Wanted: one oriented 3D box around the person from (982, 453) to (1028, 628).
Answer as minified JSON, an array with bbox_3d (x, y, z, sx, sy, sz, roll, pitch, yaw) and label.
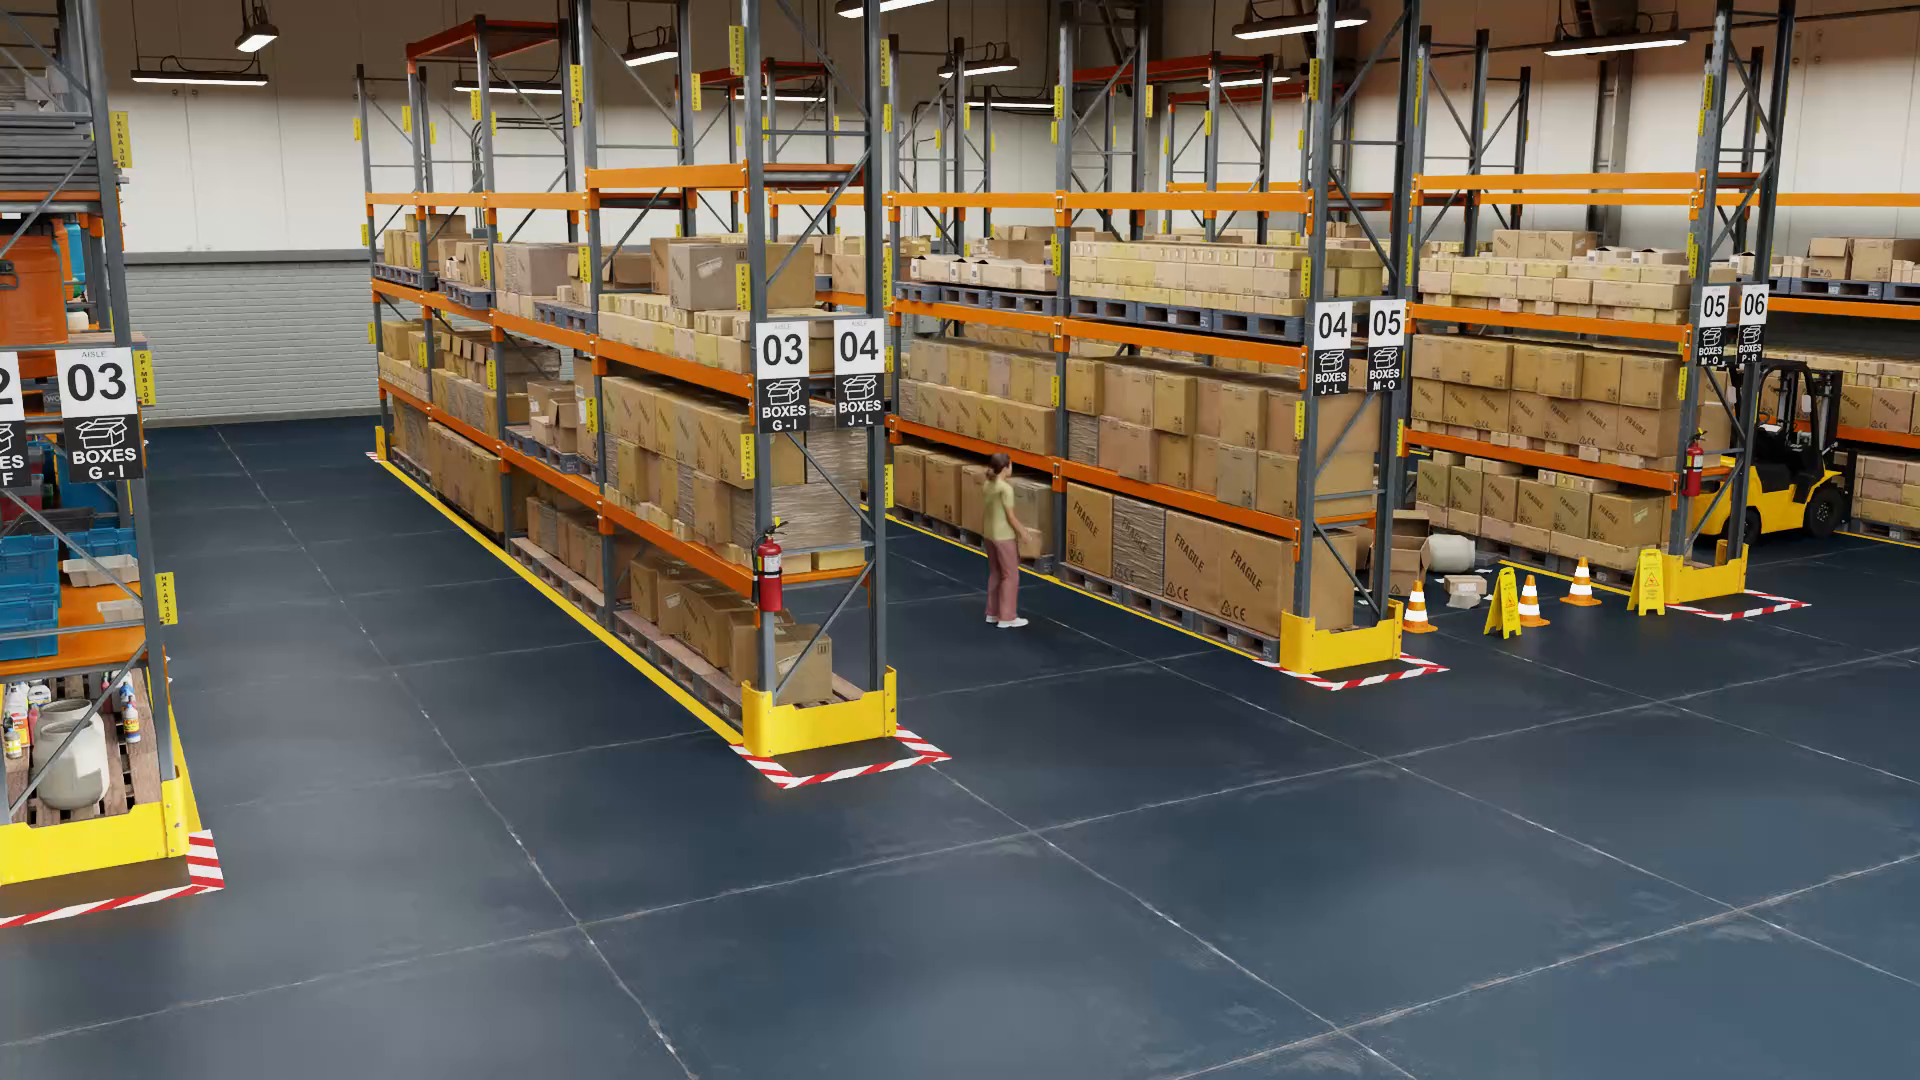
[{"bbox_3d":[0.415,-0.012,16.004,0.398,1.676,0.472,-7,13,-29],"label":"person"}]
